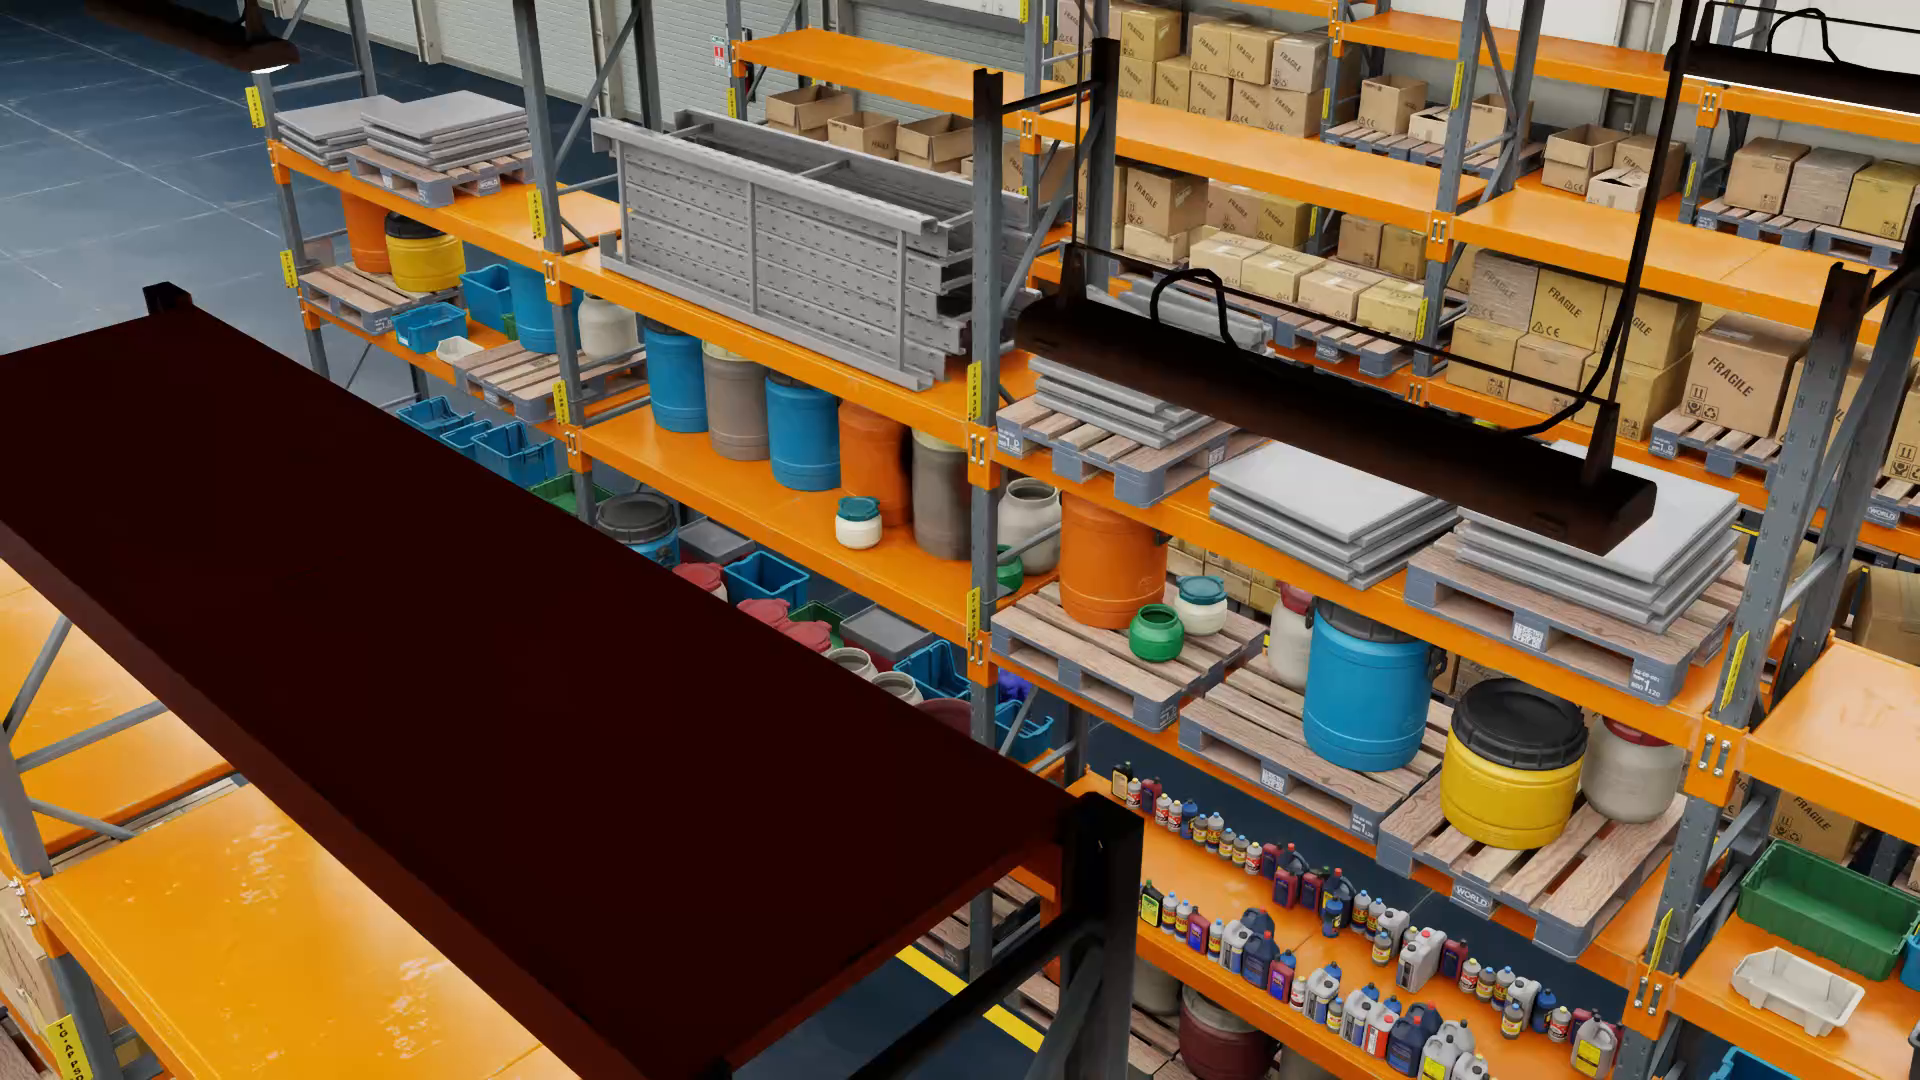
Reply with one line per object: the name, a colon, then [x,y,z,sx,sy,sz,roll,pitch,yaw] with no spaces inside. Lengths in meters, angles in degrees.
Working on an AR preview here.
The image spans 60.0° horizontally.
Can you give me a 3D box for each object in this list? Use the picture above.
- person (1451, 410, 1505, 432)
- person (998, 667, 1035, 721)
person: [5.060,-1.084,16.400,0.690,1.739,0.716,-1,29,-1]
person: [0.388,1.376,12.095,0.344,1.698,0.584,5,30,8]
